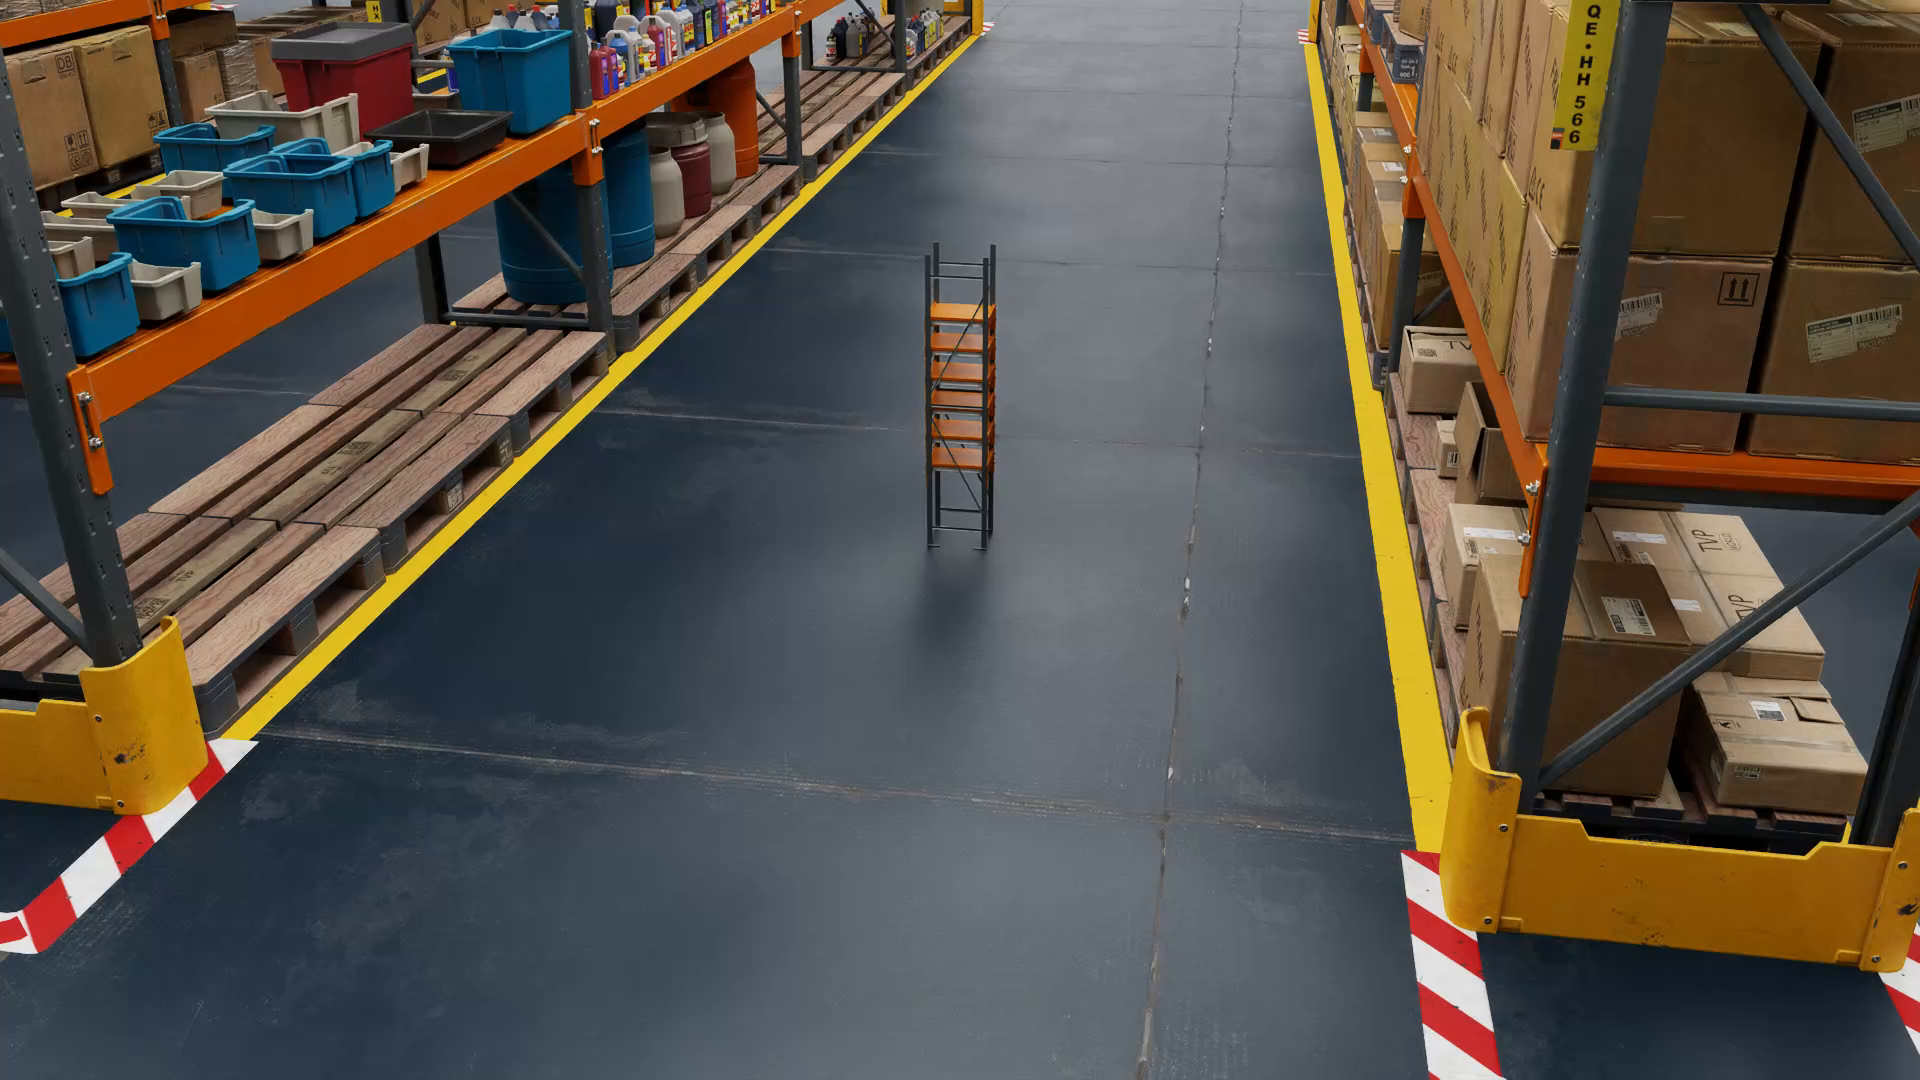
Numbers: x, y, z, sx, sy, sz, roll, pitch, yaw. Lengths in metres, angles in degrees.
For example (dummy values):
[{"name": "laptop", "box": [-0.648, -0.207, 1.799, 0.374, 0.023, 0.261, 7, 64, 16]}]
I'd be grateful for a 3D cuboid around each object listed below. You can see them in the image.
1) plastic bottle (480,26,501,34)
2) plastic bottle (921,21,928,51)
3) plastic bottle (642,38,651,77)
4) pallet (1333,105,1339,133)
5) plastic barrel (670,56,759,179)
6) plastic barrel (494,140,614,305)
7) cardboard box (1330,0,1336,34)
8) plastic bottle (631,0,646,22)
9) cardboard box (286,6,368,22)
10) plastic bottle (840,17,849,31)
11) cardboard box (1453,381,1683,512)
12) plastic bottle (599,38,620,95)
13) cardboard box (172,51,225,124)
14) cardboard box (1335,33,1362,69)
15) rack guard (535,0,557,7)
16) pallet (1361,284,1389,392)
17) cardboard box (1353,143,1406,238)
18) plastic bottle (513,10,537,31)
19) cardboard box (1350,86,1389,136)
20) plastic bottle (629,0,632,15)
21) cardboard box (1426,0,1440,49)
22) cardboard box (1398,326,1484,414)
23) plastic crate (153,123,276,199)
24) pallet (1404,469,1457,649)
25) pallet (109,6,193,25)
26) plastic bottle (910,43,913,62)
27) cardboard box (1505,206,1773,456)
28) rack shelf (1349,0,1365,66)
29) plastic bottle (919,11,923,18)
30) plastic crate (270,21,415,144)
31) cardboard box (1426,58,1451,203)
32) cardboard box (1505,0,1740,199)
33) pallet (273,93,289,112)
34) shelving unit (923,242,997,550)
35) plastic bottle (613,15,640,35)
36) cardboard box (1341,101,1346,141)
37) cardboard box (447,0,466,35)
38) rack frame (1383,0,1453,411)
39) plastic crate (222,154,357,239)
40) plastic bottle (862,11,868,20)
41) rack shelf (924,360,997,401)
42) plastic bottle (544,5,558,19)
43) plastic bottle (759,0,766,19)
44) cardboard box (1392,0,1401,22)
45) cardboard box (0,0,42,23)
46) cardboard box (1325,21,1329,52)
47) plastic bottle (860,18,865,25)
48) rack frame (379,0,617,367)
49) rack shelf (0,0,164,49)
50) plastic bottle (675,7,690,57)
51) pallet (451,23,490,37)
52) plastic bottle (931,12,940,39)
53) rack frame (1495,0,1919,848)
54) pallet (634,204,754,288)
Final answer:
[{"name": "plastic bottle", "box": [-2.512, -2.607, 8.928, 0.152, 0.276, 0.135, 4, 25, 9]}, {"name": "plastic bottle", "box": [-0.370, -5.092, 16.776, 0.061, 0.283, 0.133, 5, 26, 11]}, {"name": "plastic bottle", "box": [-1.744, -2.641, 9.088, 0.097, 0.201, 0.097, 0, 25, 0]}, {"name": "pallet", "box": [3.794, -3.751, 14.514, 1.003, 0.211, 1.213, 4, 25, 9]}, {"name": "plastic barrel", "box": [-1.727, -2.998, 11.681, 0.600, 0.830, 0.708, 4, 25, 9]}, {"name": "plastic barrel", "box": [-2.211, -1.789, 9.014, 0.600, 0.901, 0.708, 4, 25, 9]}, {"name": "cardboard box", "box": [3.908, -5.236, 16.261, 0.500, 0.500, 0.500, 4, 25, 9]}, {"name": "plastic bottle", "box": [-2.115, -3.535, 10.916, 0.097, 0.271, 0.097, 0, 25, 0]}, {"name": "cardboard box", "box": [-6.018, -4.824, 15.948, 0.700, 0.500, 0.500, 2, 25, 4]}, {"name": "plastic bottle", "box": [-1.157, -5.038, 16.581, 0.144, 0.351, 0.185, 3, 25, 6]}, {"name": "cardboard box", "box": [2.267, -0.261, 6.195, 0.797, 0.503, 0.637, 4, 25, 9]}, {"name": "plastic bottle", "box": [-1.815, -2.450, 8.583, 0.061, 0.283, 0.133, 4, 25, 9]}, {"name": "cardboard box", "box": [-6.460, -3.688, 13.520, 0.700, 0.500, 0.500, 3, 25, 6]}, {"name": "cardboard box", "box": [3.476, -4.159, 14.183, 0.500, 0.311, 0.500, 4, 25, 8]}, {"name": "rack guard", "box": [-5.255, -6.521, 20.092, 1.175, 0.500, 0.348, 4, 25, 9]}, {"name": "pallet", "box": [2.665, -1.058, 8.762, 1.003, 0.211, 1.213, 4, 25, 9]}, {"name": "cardboard box", "box": [2.699, -2.119, 10.169, 0.500, 0.500, 0.500, 4, 25, 8]}, {"name": "plastic bottle", "box": [-2.348, -2.698, 9.034, 0.144, 0.351, 0.185, 4, 25, 9]}, {"name": "cardboard box", "box": [3.065, -3.086, 11.892, 0.500, 0.311, 0.500, 5, 25, 10]}, {"name": "plastic bottle", "box": [-2.196, -3.538, 10.909, 0.061, 0.283, 0.133, 4, 25, 9]}, {"name": "cardboard box", "box": [2.214, -2.299, 6.826, 0.500, 0.500, 0.500, 5, 25, 10]}, {"name": "cardboard box", "box": [2.287, -0.799, 7.572, 0.500, 0.311, 0.500, 4, 25, 9]}, {"name": "plastic crate", "box": [-2.888, -1.478, 6.497, 0.416, 0.233, 0.300, 4, 25, 9]}, {"name": "pallet", "box": [2.259, 0.083, 6.323, 1.003, 0.211, 1.213, 4, 25, 9]}, {"name": "pallet", "box": [-10.173, -6.468, 20.320, 1.003, 0.211, 1.213, 4, 25, 9]}, {"name": "plastic bottle", "box": [-0.509, -4.746, 16.134, 0.097, 0.201, 0.097, 0, 25, 0]}, {"name": "cardboard box", "box": [1.720, -0.557, 4.284, 0.500, 0.500, 0.500, 5, 26, 10]}, {"name": "rack shelf", "box": [3.550, -4.162, 12.952, 1.077, 0.370, 4.000, 4, 25, 9]}, {"name": "plastic bottle", "box": [-0.397, -5.416, 17.468, 0.061, 0.283, 0.133, 4, 25, 9]}, {"name": "plastic crate", "box": [-2.711, -2.023, 7.388, 0.402, 0.464, 0.583, 4, 25, 9]}, {"name": "cardboard box", "box": [2.136, -1.615, 6.544, 0.500, 0.500, 0.500, 4, 25, 9]}, {"name": "cardboard box", "box": [1.798, -1.220, 4.521, 0.500, 0.500, 0.500, 5, 25, 10]}, {"name": "pallet", "box": [-6.219, -3.912, 14.858, 1.003, 0.211, 1.213, 4, 25, 9]}, {"name": "shelving unit", "box": [0.002, -0.549, 6.509, 0.258, 1.200, 0.189, 4, 25, 9]}, {"name": "plastic bottle", "box": [-1.864, -2.832, 9.408, 0.152, 0.276, 0.135, 4, 25, 9]}, {"name": "cardboard box", "box": [3.234, -3.259, 12.923, 0.500, 0.250, 0.500, 5, 25, 10]}, {"name": "cardboard box", "box": [-5.681, -5.740, 17.928, 0.500, 0.500, 0.500, 2, 25, 4]}, {"name": "rack frame", "box": [2.569, -1.978, 7.439, 1.000, 3.000, 0.127, 4, 25, 9]}, {"name": "plastic crate", "box": [-2.391, -1.233, 5.972, 0.416, 0.233, 0.300, 4, 25, 9]}, {"name": "plastic bottle", "box": [-1.016, -5.426, 17.502, 0.097, 0.271, 0.097, 0, 25, 0]}, {"name": "rack shelf", "box": [0.002, -0.618, 6.477, 0.258, 0.103, 0.180, 4, 25, 9]}, {"name": "plastic bottle", "box": [-2.370, -2.971, 9.706, 0.152, 0.276, 0.135, 4, 25, 9]}, {"name": "plastic bottle", "box": [-1.346, -3.648, 11.143, 0.061, 0.283, 0.133, 4, 25, 9]}, {"name": "cardboard box", "box": [2.893, -3.246, 9.534, 0.700, 0.500, 0.500, 9, 27, 18]}, {"name": "cardboard box", "box": [-6.555, -3.736, 11.074, 0.500, 0.500, 0.500, 3, 25, 7]}, {"name": "cardboard box", "box": [3.976, -5.106, 16.868, 0.500, 0.250, 0.500, 4, 25, 9]}, {"name": "plastic bottle", "box": [-0.999, -5.146, 16.892, 0.061, 0.283, 0.133, 4, 25, 9]}, {"name": "rack frame", "box": [-2.317, -2.323, 8.175, 1.000, 3.000, 0.127, 4, 25, 9]}, {"name": "rack shelf", "box": [-6.877, -3.177, 10.848, 1.077, 0.370, 4.000, 4, 25, 9]}, {"name": "plastic bottle", "box": [-1.630, -2.963, 9.694, 0.097, 0.271, 0.097, 0, 25, 0]}, {"name": "pallet", "box": [-5.624, -5.544, 18.346, 1.003, 0.211, 1.213, 4, 25, 9]}, {"name": "plastic bottle", "box": [-0.292, -5.406, 17.454, 0.152, 0.276, 0.135, 4, 25, 9]}, {"name": "rack frame", "box": [1.915, -0.306, 3.864, 1.000, 3.000, 0.127, 4, 25, 9]}, {"name": "pallet", "box": [-1.953, -1.892, 10.543, 1.003, 0.211, 1.213, 4, 25, 9]}]
